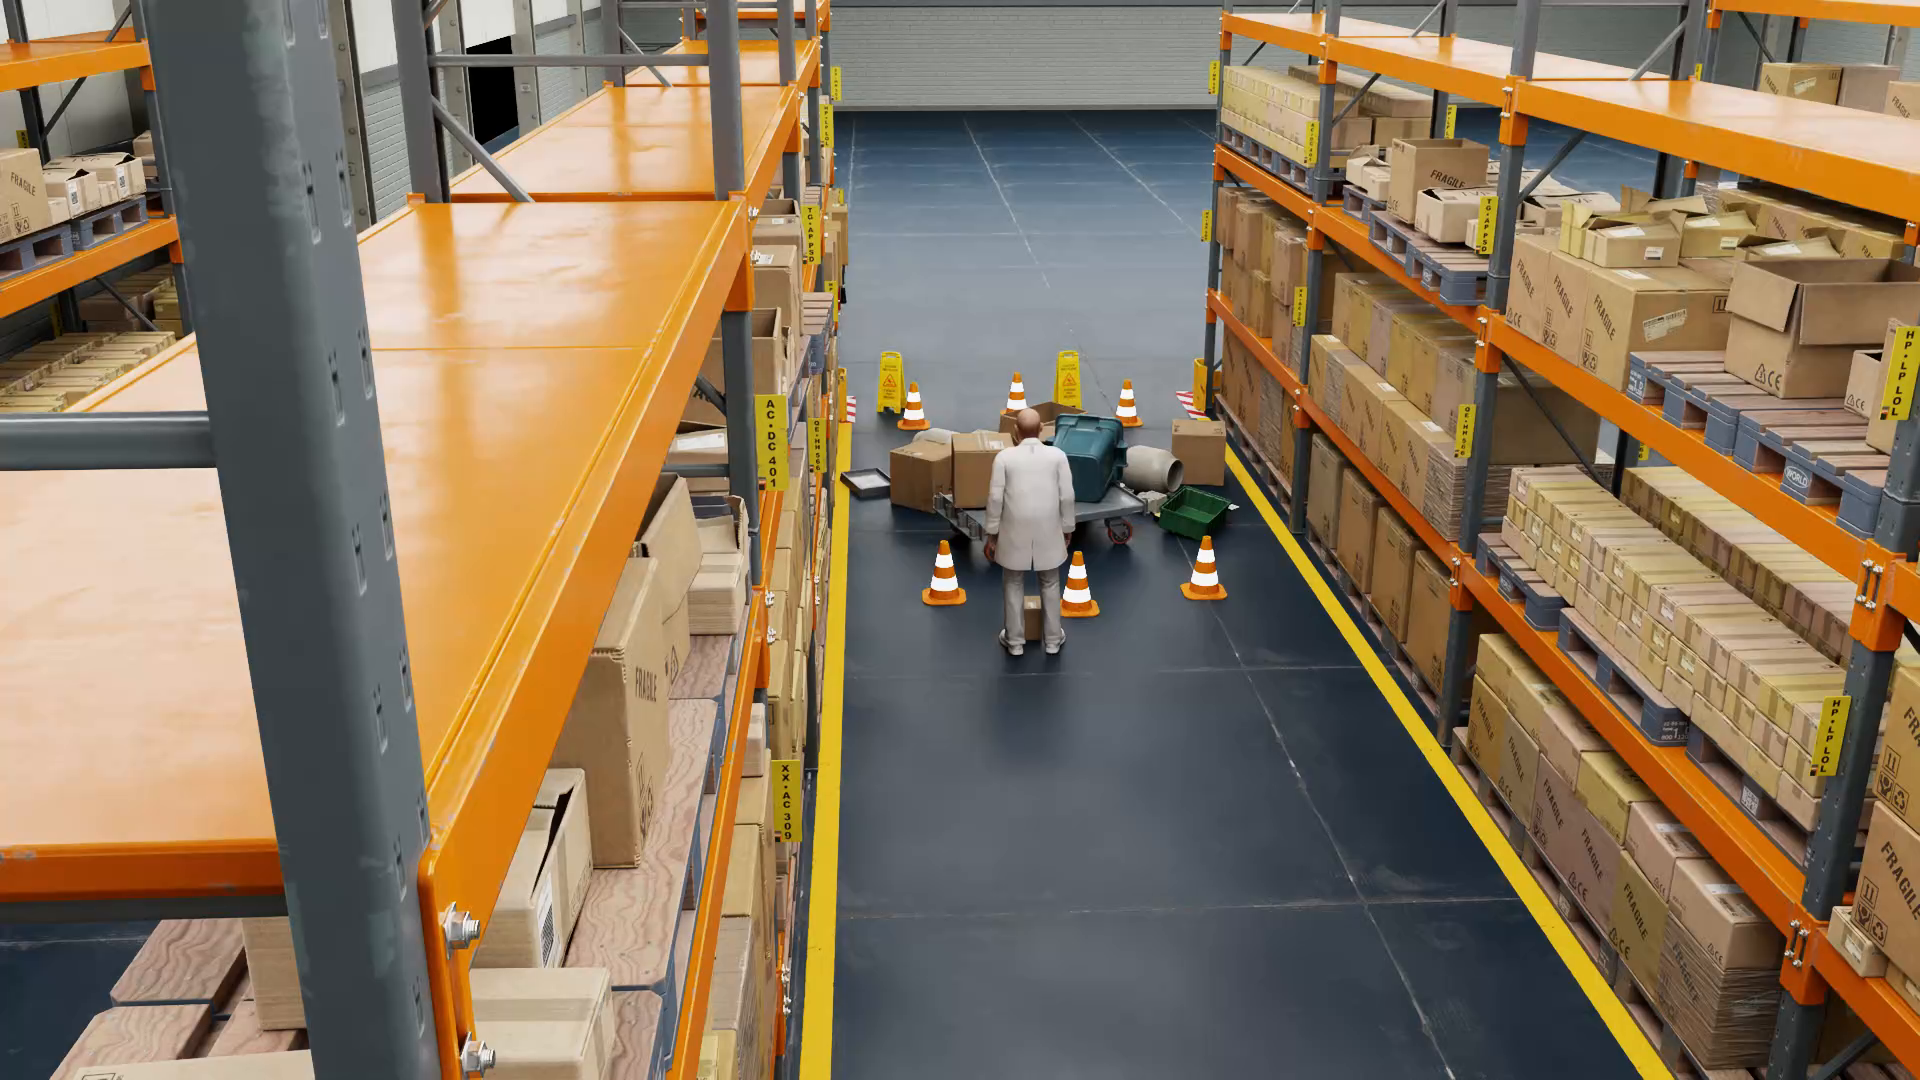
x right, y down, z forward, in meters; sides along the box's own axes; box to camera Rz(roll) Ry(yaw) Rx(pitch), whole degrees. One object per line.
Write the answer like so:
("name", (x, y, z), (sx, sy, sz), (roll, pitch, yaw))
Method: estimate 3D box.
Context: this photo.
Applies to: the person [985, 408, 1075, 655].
("person", (0.497, -0.058, 11.754), (0.643, 1.774, 0.423), (-1, 20, -3))
